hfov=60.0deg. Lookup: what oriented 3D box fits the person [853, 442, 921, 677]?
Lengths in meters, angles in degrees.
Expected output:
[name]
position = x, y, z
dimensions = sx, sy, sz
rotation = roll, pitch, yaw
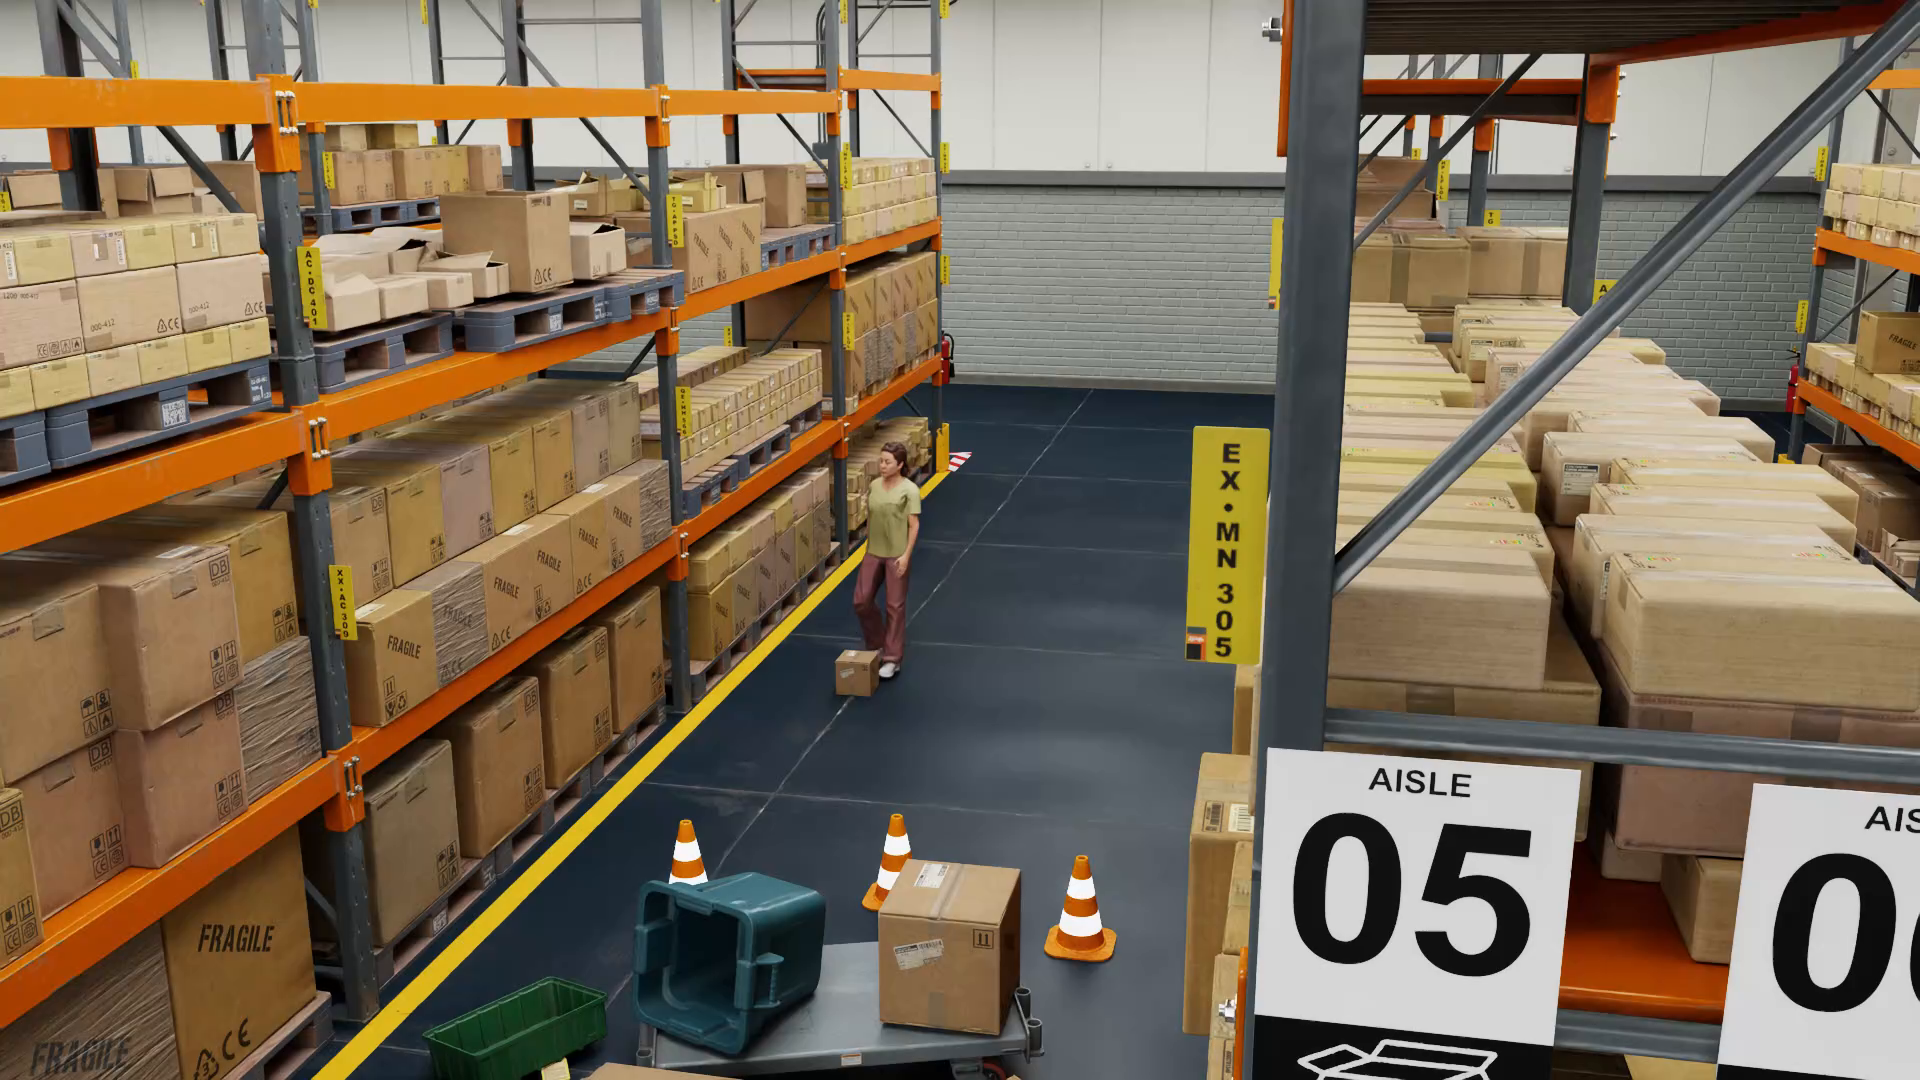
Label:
[person]
position = -0.526, 0.147, 11.949
dimensions = 0.467, 1.697, 0.529
rotation = 7, 16, 26
